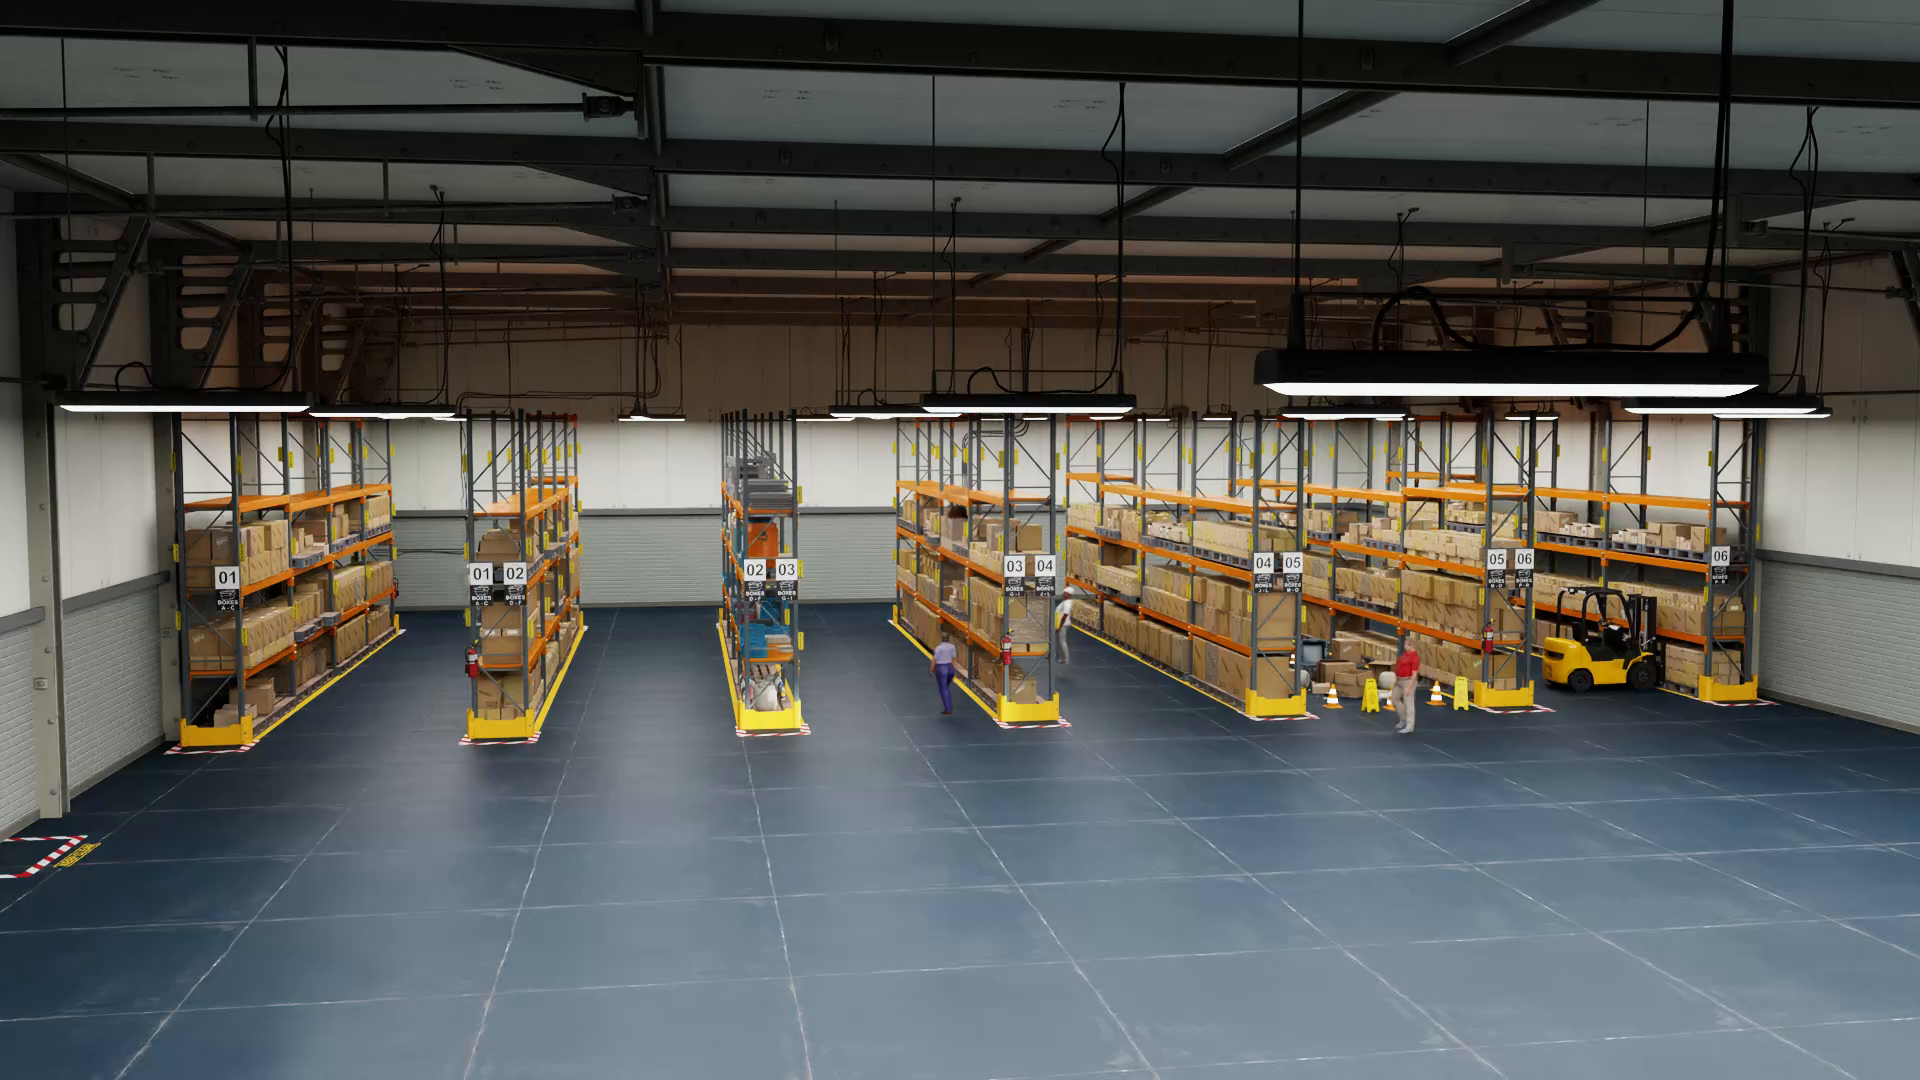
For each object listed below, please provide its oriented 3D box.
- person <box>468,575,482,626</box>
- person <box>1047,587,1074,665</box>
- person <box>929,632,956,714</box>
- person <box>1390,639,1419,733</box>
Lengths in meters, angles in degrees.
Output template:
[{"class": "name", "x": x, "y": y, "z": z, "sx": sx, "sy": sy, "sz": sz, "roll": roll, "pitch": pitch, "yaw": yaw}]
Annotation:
[{"class": "person", "x": -13.678, "y": 1.545, "z": 46.932, "sx": 0.490, "sy": 1.771, "sz": 0.563, "roll": -1, "pitch": 4, "yaw": -9}, {"class": "person", "x": 2.255, "y": 1.932, "z": 37.743, "sx": 0.666, "sy": 1.745, "sz": 0.594, "roll": 1, "pitch": 4, "yaw": 19}, {"class": "person", "x": -0.320, "y": 2.654, "z": 32.744, "sx": 0.521, "sy": 1.699, "sz": 0.526, "roll": -4, "pitch": 6, "yaw": -44}, {"class": "person", "x": 8.289, "y": 2.707, "z": 30.998, "sx": 0.486, "sy": 1.755, "sz": 0.645, "roll": -2, "pitch": 4, "yaw": -24}]
